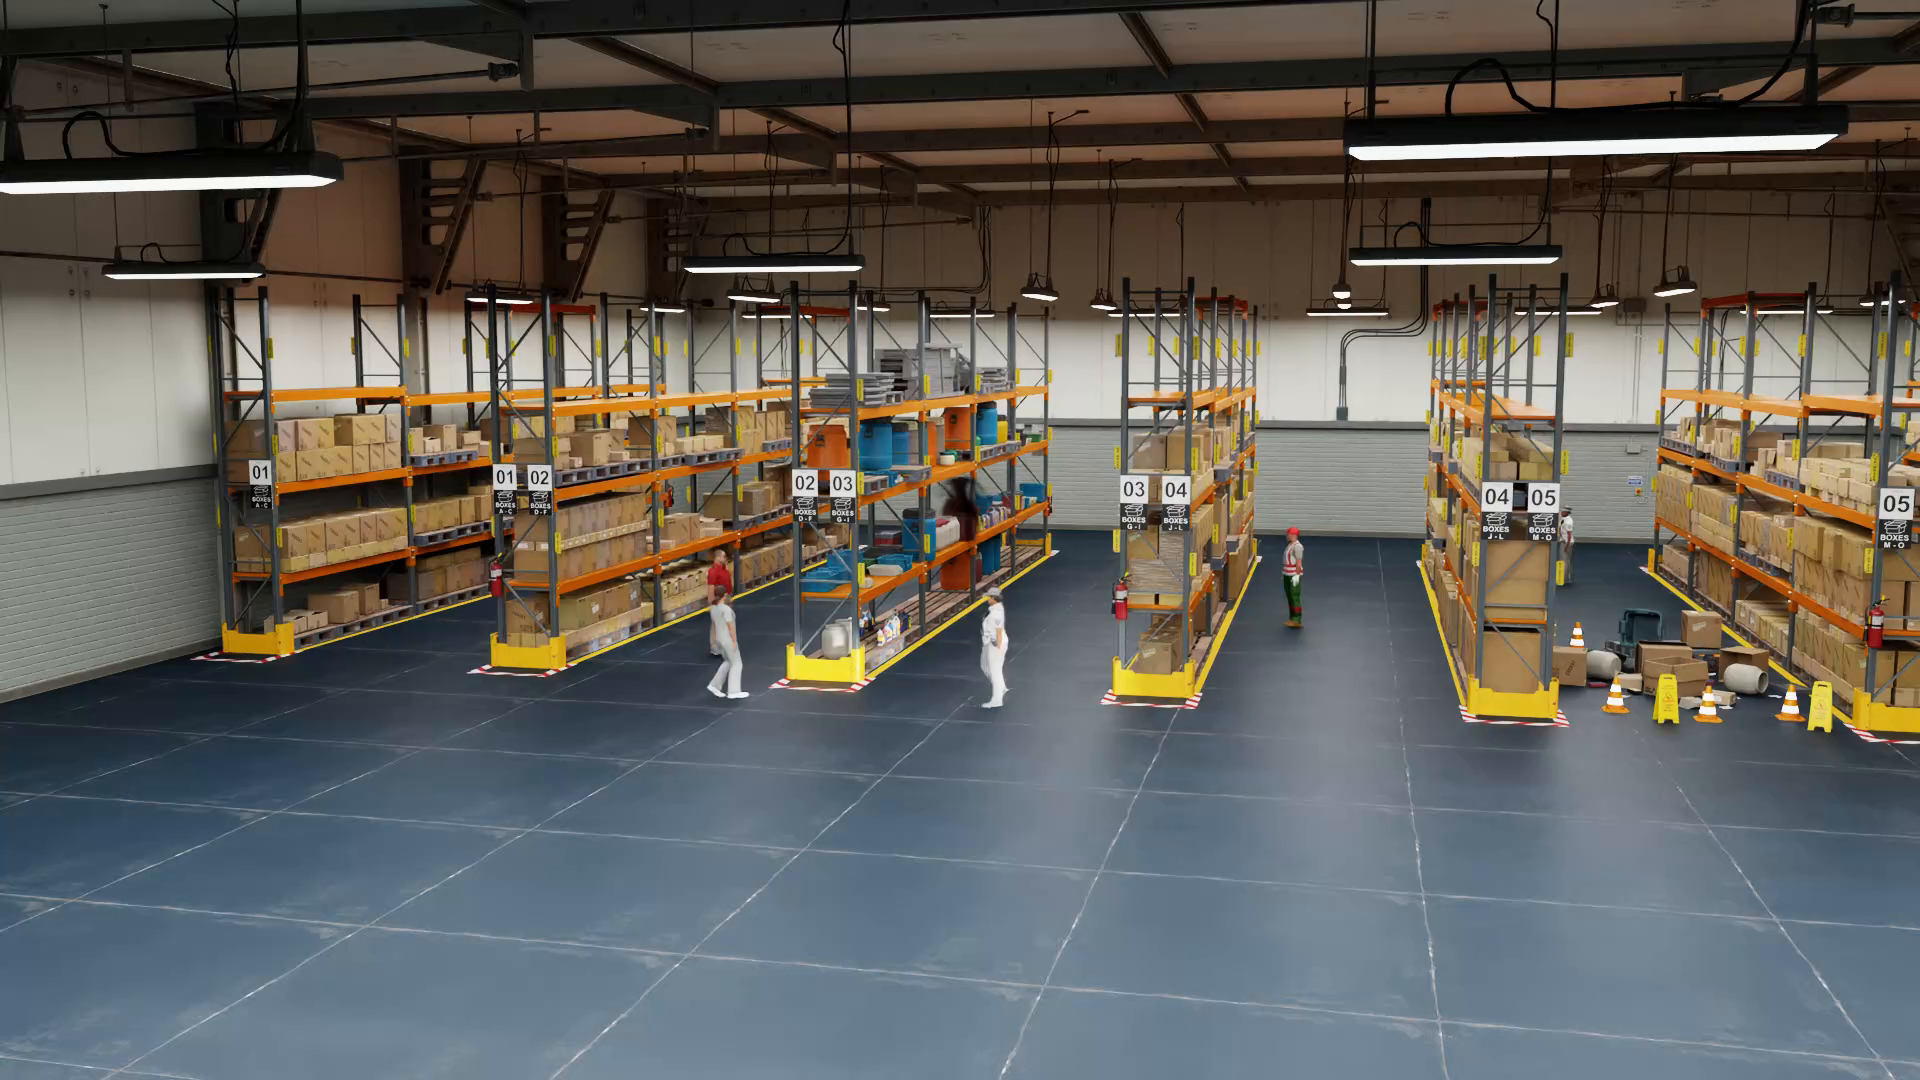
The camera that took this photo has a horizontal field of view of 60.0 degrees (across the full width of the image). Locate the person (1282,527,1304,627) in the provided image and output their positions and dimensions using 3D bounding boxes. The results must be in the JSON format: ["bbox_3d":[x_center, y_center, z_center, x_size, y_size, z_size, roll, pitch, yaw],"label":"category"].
[{"bbox_3d":[5.992,0.628,30.140,0.488,1.730,0.583,-3,7,-22],"label":"person"}]

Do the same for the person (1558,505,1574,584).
[{"bbox_3d":[12.939,0.092,35.589,0.383,1.682,0.500,3,7,25],"label":"person"}]

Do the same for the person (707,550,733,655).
[{"bbox_3d":[-3.928,1.016,27.296,0.368,1.735,0.642,2,7,17],"label":"person"}]

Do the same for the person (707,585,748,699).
[{"bbox_3d":[-3.334,1.461,23.894,0.524,1.664,0.464,-4,8,-31],"label":"person"}]

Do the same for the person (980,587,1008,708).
[{"bbox_3d":[0.488,1.497,23.395,0.424,1.692,0.533,-1,7,-5],"label":"person"}]
